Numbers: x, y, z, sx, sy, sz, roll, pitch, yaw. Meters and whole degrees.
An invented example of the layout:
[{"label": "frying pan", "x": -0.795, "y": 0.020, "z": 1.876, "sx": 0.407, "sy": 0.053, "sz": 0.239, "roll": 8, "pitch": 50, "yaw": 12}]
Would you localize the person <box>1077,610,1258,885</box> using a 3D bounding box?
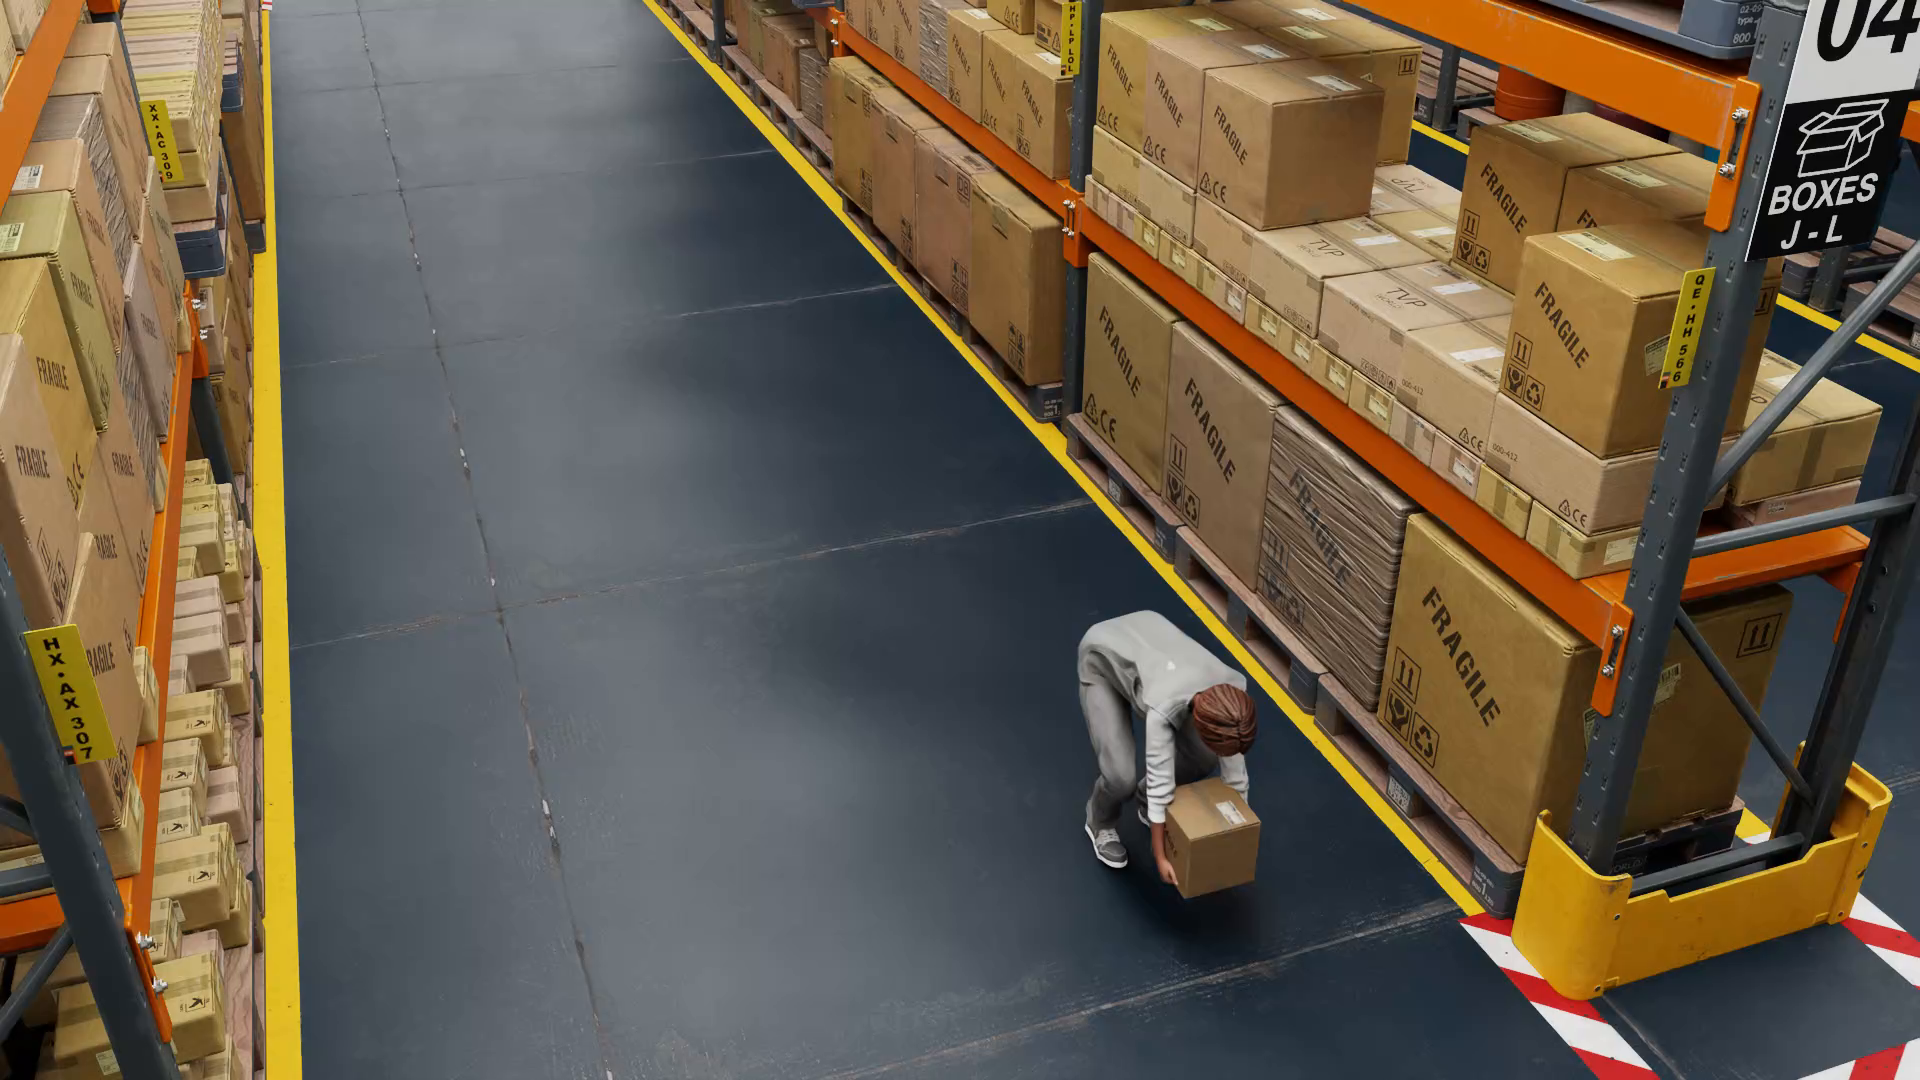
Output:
[{"label": "person", "x": 0.681, "y": 0.725, "z": 5.536, "sx": 0.425, "sy": 0.953, "sz": 0.862, "roll": -12, "pitch": 32, "yaw": -20}]
